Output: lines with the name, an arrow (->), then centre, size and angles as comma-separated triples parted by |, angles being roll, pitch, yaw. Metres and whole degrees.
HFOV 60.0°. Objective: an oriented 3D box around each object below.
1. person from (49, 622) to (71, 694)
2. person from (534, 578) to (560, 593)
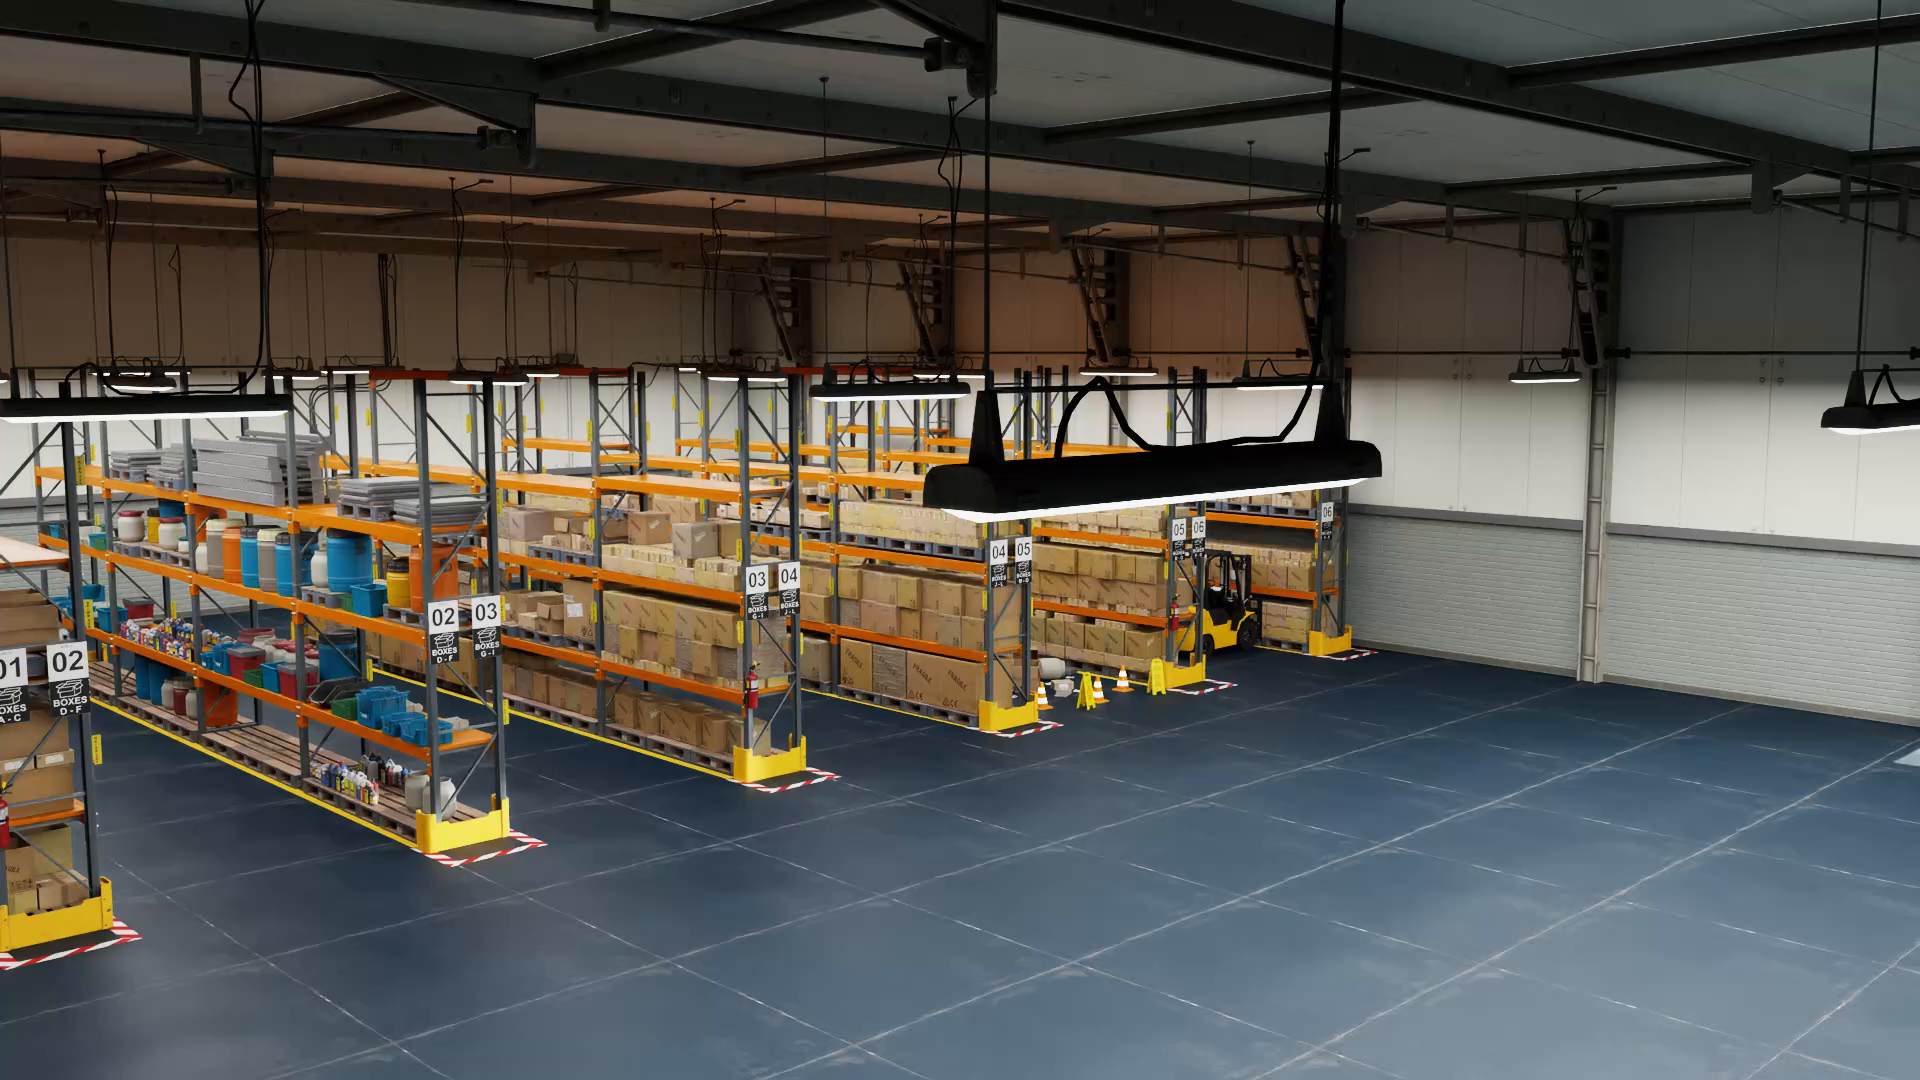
person -> -16.042, 2.167, 29.515 | 0.535, 1.686, 0.919 | -4, 8, -32
person -> -10.339, 0.810, 41.487 | 0.716, 1.724, 0.784 | 1, 7, 12
